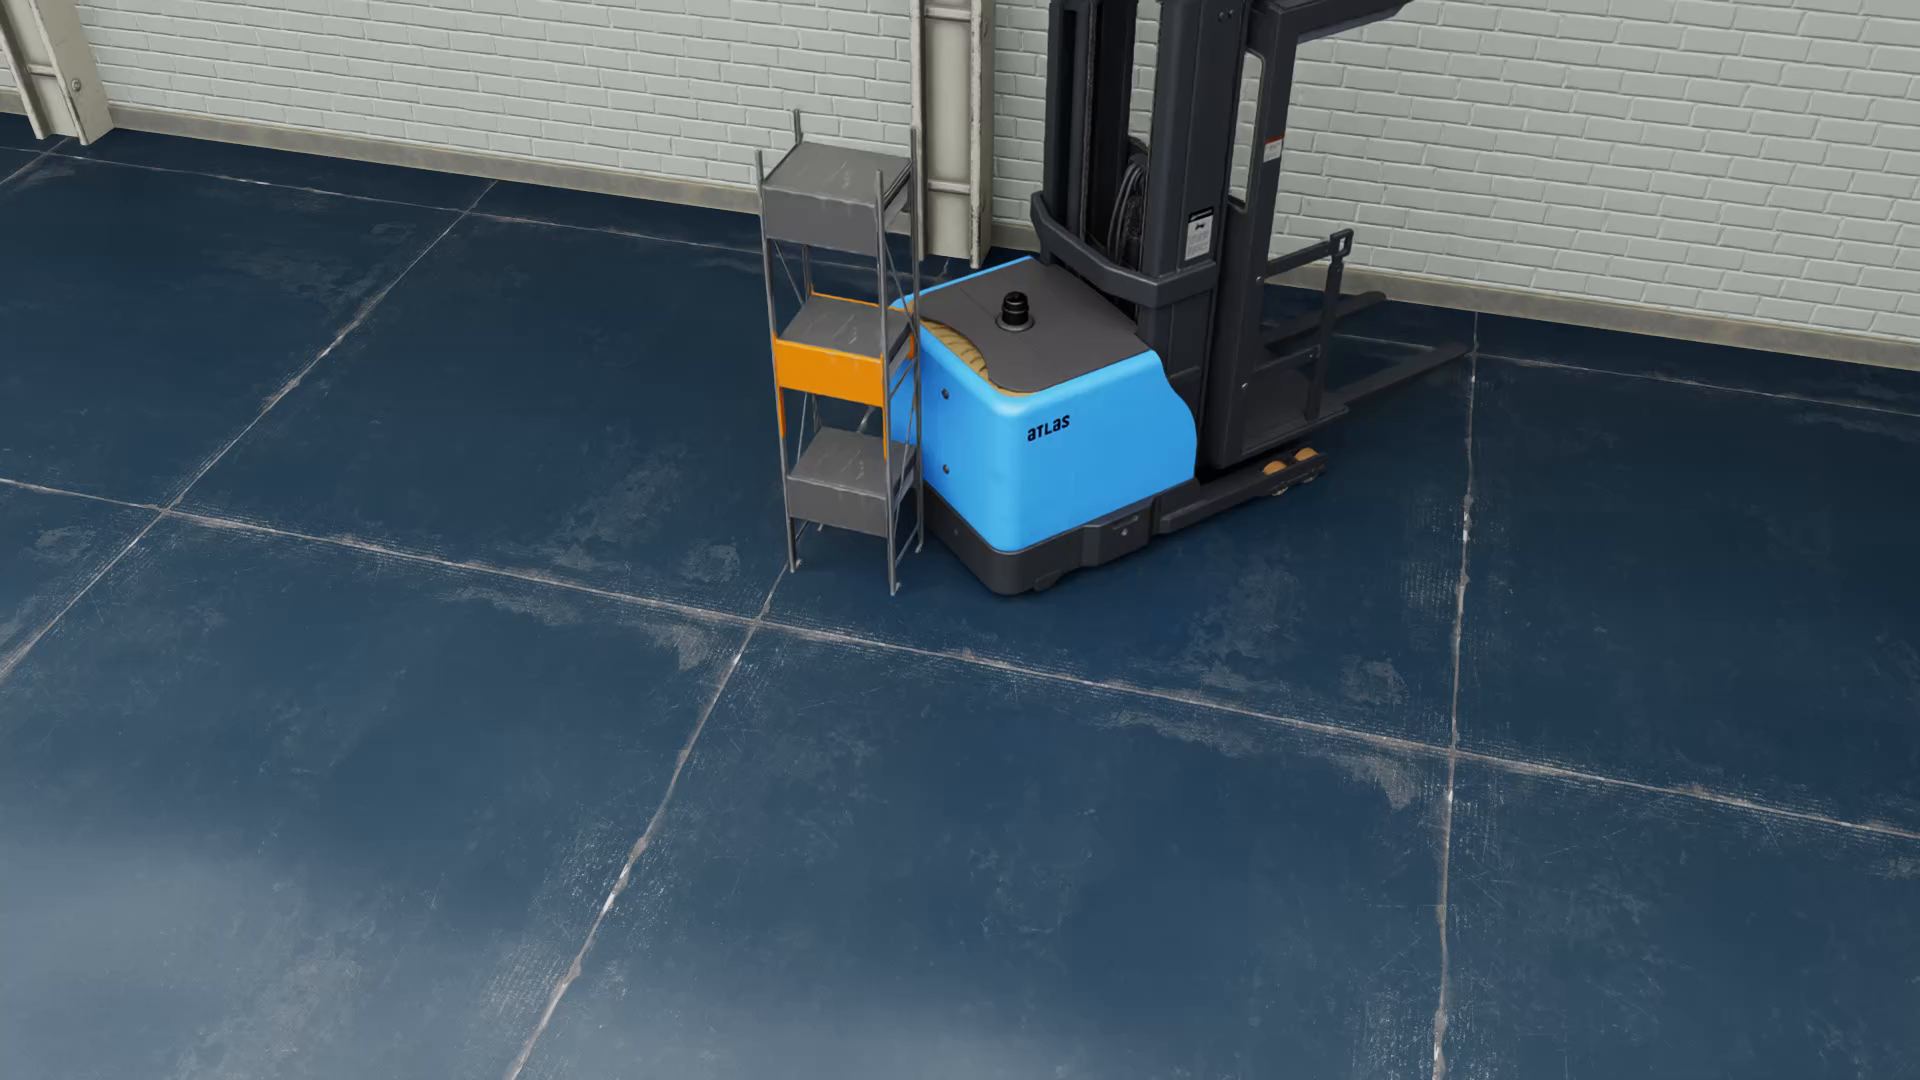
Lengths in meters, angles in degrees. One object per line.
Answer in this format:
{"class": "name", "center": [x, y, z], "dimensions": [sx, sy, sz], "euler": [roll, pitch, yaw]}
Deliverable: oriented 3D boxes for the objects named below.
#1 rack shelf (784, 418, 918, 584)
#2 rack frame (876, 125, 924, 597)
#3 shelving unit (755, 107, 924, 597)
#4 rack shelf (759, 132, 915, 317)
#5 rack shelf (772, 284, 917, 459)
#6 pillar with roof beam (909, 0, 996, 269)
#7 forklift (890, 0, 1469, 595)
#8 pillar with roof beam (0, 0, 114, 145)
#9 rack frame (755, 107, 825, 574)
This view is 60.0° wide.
{"class": "rack shelf", "center": [-0.470, -0.176, 7.462], "dimensions": [0.480, 0.518, 0.431], "euler": [12, 42, 14]}
{"class": "rack frame", "center": [-0.239, -0.672, 6.942], "dimensions": [0.015, 2.100, 0.400], "euler": [12, 42, 14]}
{"class": "shelving unit", "center": [-0.470, -0.723, 7.003], "dimensions": [0.503, 2.100, 0.431], "euler": [12, 42, 14]}
{"class": "rack shelf", "center": [-0.470, -1.248, 6.561], "dimensions": [0.480, 0.518, 0.431], "euler": [12, 42, 14]}
{"class": "rack shelf", "center": [-0.470, -0.712, 7.011], "dimensions": [0.480, 0.518, 0.431], "euler": [12, 42, 14]}
{"class": "pillar with roof beam", "center": [-1.152, -2.473, 3.722], "dimensions": [0.400, 9.000, 9.100], "euler": [10, 41, 11]}
{"class": "forklift", "center": [1.181, -1.603, 7.404], "dimensions": [3.031, 2.935, 1.130], "euler": [-22, 45, -24]}
{"class": "pillar with roof beam", "center": [-6.948, -3.470, 4.910], "dimensions": [0.400, 9.000, 9.100], "euler": [10, 41, 11]}
{"class": "rack frame", "center": [-0.701, -0.774, 7.063], "dimensions": [0.015, 2.100, 0.400], "euler": [12, 42, 14]}
